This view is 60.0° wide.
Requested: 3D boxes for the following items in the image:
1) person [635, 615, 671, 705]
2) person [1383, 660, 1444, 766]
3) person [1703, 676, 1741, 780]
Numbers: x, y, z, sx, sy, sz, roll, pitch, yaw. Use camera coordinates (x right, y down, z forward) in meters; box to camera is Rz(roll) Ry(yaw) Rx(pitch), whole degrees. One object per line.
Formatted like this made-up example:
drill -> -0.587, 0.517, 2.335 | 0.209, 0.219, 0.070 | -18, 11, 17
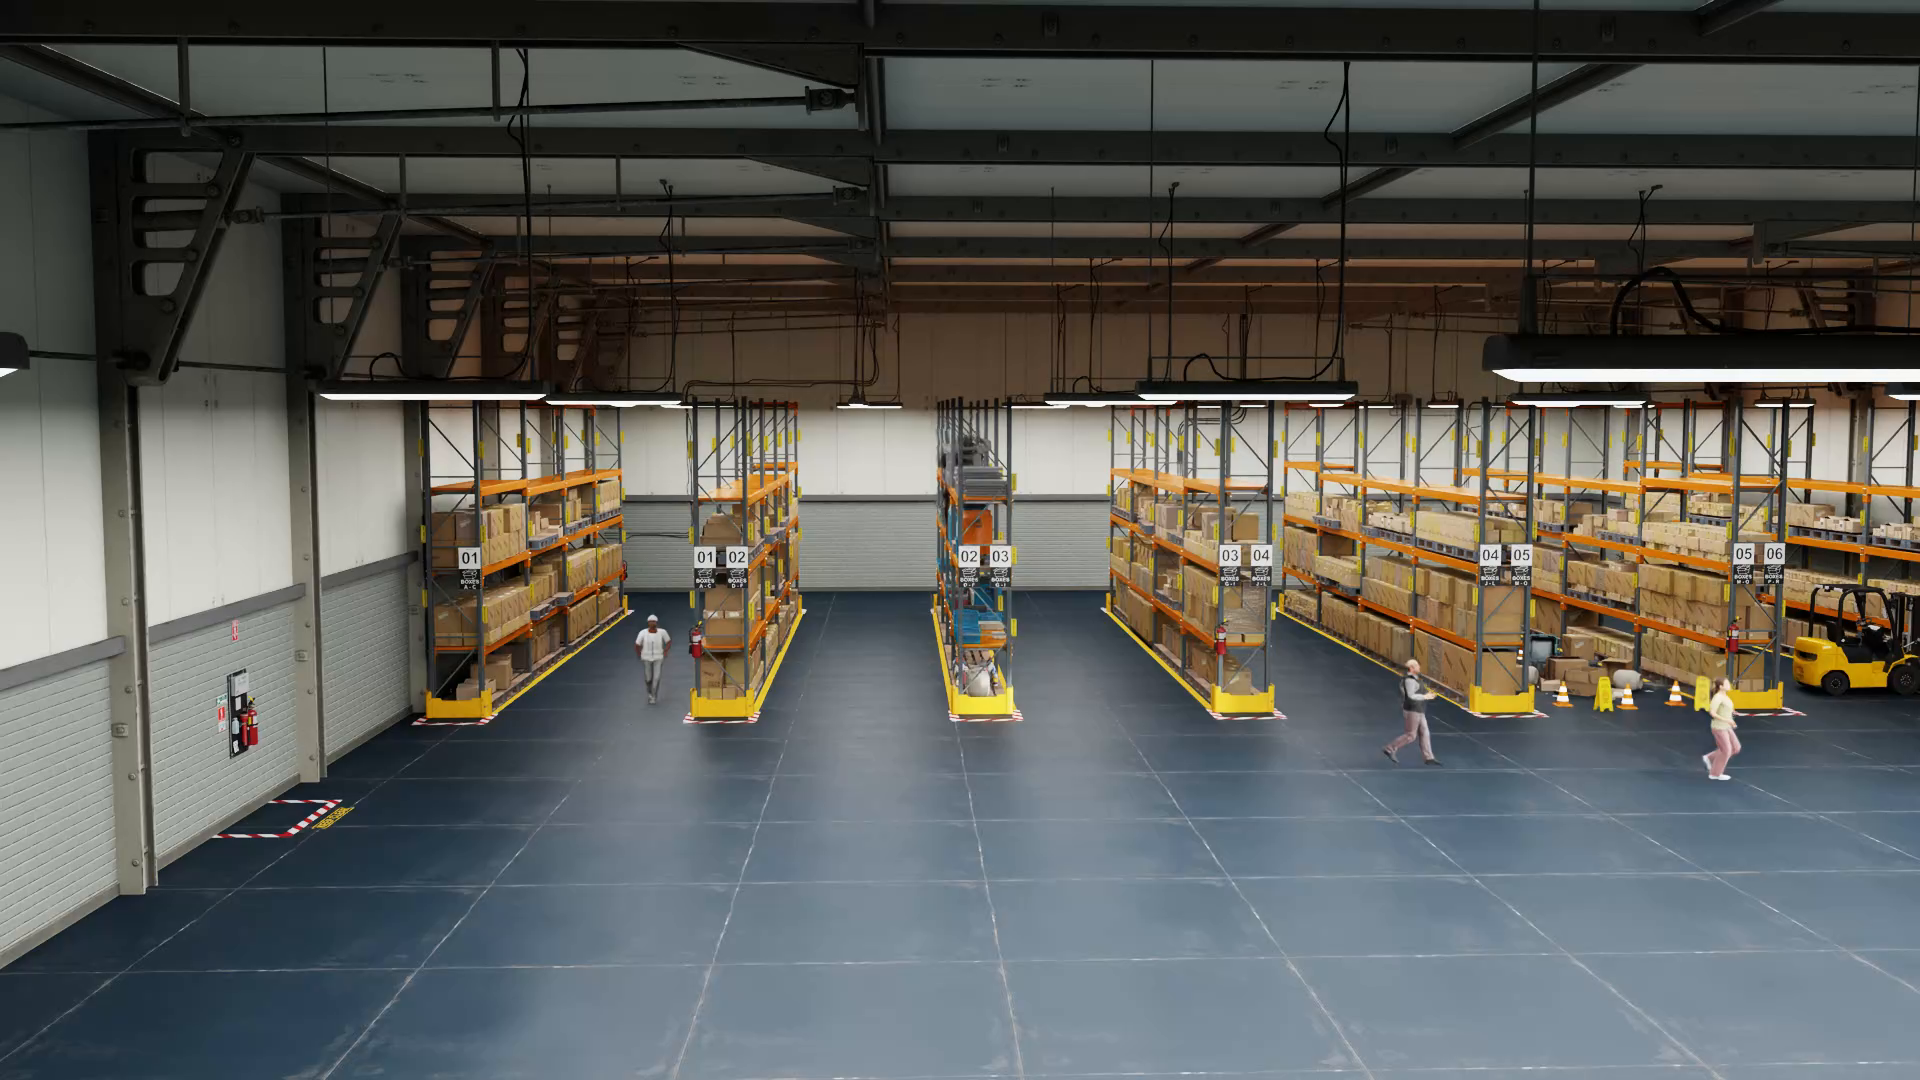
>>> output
person -> -6.023, 2.338, 32.676 | 0.700, 1.739, 0.801 | -1, 4, -10
person -> 7.291, 2.767, 26.683 | 0.947, 1.700, 0.667 | 2, 5, 21
person -> 11.803, 2.915, 25.787 | 0.533, 1.624, 0.558 | 4, 6, 39
